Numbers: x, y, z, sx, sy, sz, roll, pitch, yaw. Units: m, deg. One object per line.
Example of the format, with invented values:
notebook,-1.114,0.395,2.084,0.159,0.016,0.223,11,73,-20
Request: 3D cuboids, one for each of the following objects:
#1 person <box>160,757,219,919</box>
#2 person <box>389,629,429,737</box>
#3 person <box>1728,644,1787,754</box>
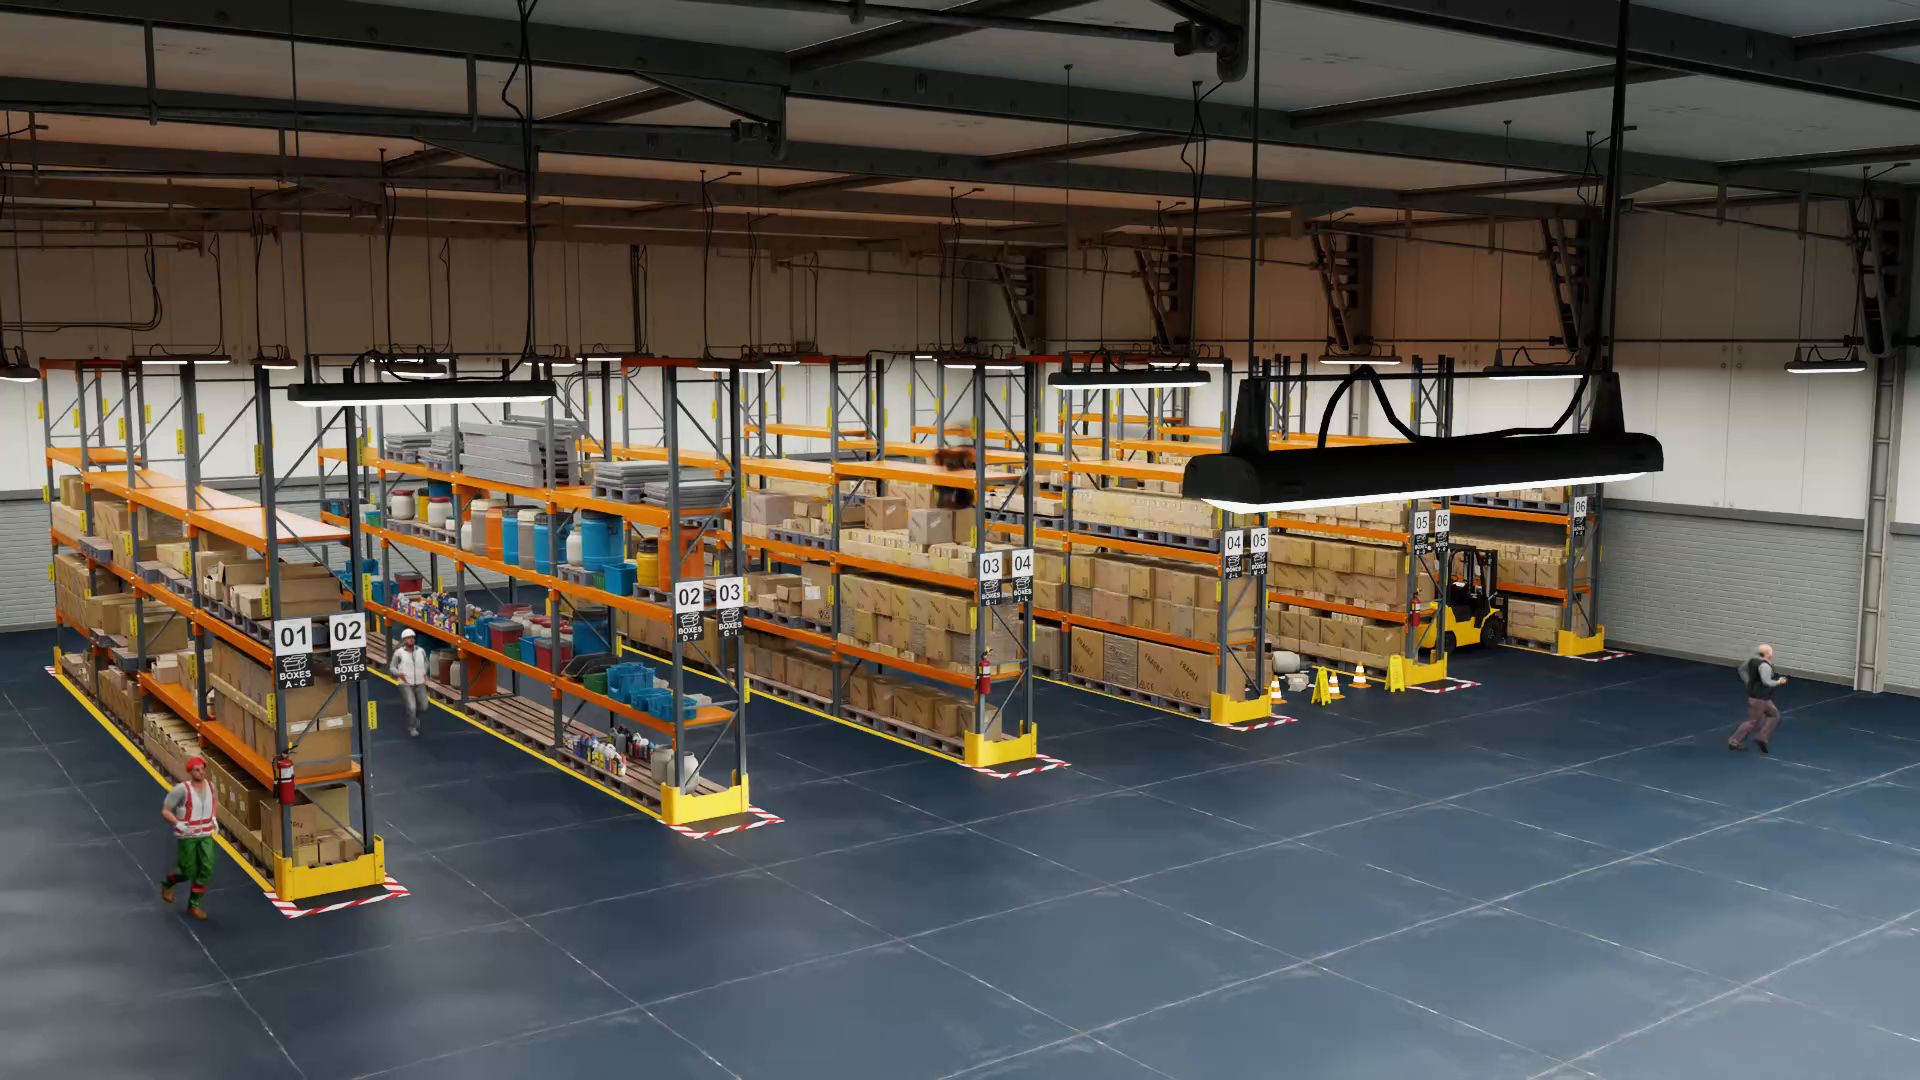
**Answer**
person,-8.525,3.267,18.471,0.710,1.759,0.672,5,8,35
person,-8.778,2.283,26.634,0.656,1.722,0.573,-5,9,-37
person,12.181,2.449,25.395,0.777,1.743,0.640,2,7,14
